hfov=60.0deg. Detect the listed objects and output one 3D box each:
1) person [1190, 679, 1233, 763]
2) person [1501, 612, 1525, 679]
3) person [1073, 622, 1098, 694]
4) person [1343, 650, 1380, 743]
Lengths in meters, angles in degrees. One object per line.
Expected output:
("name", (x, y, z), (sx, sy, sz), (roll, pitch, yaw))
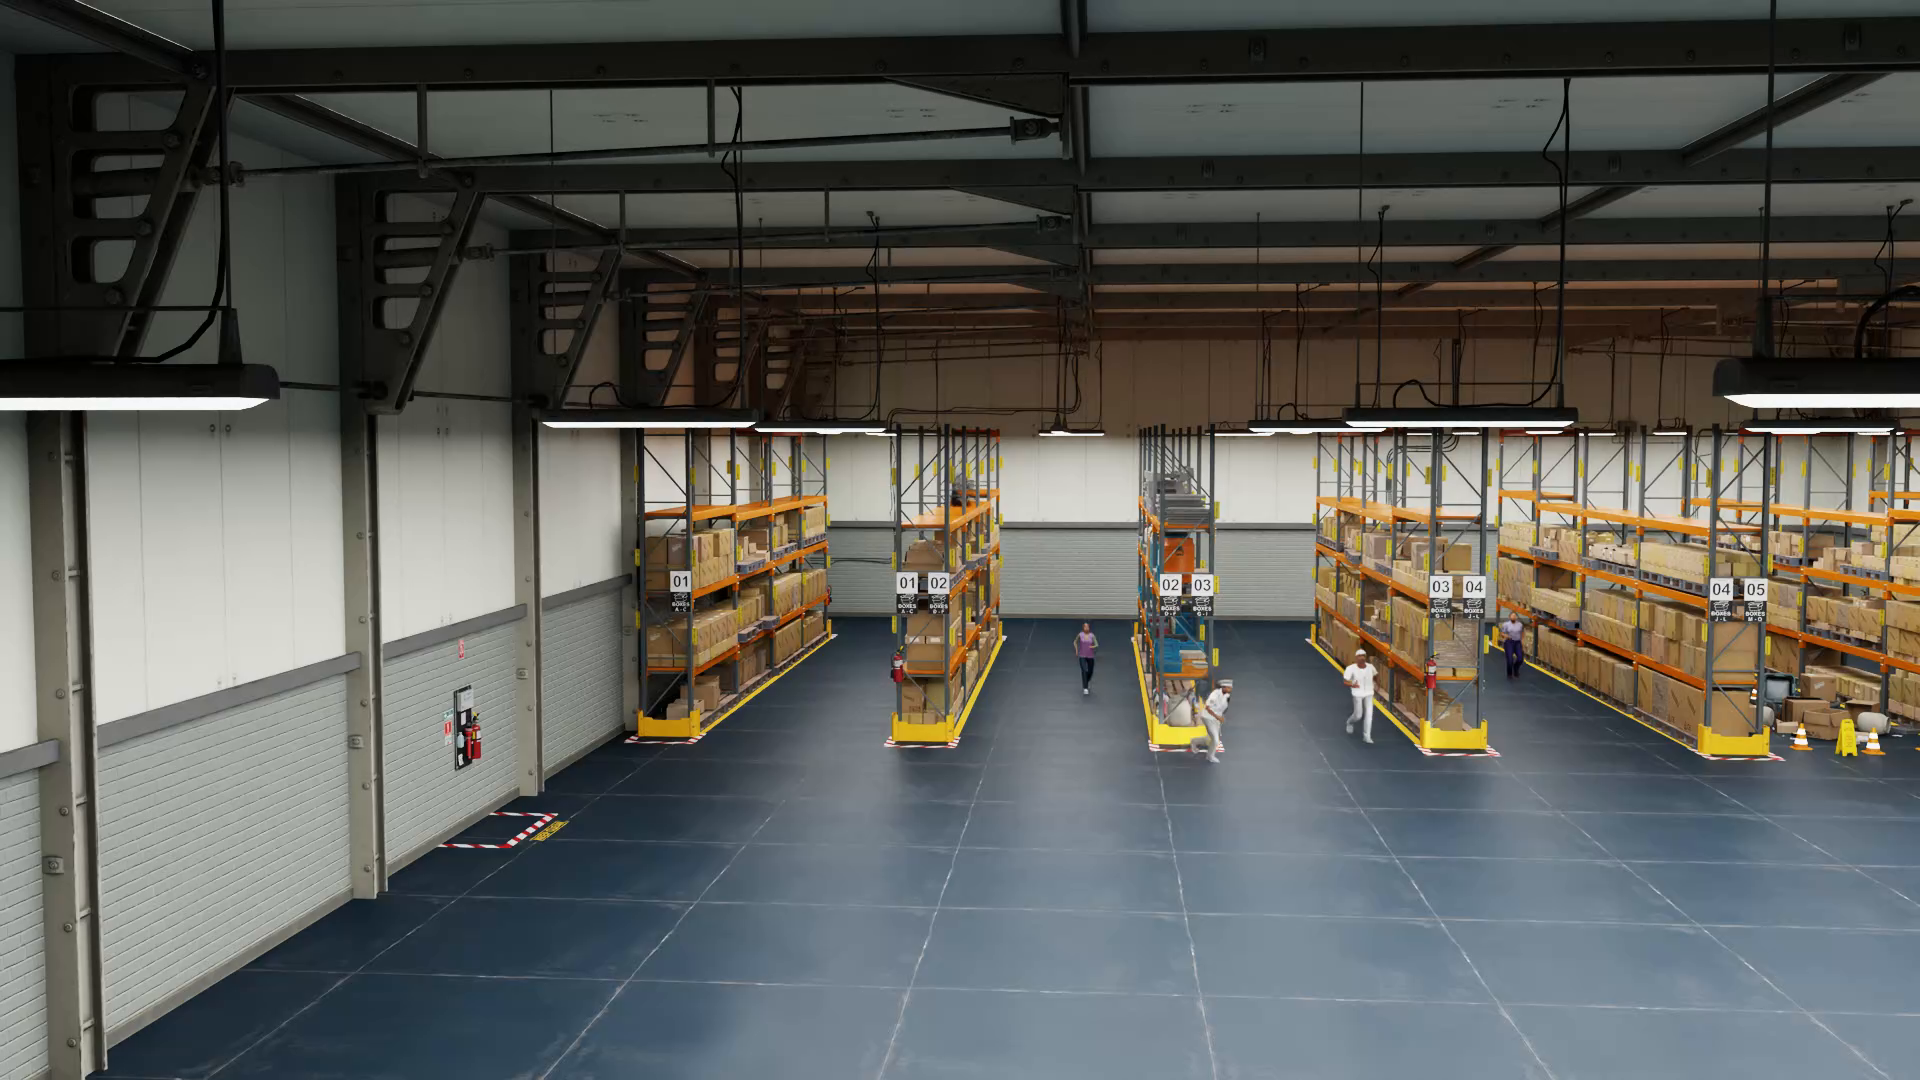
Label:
("person", (4.484, 3.193, 29.495), (0.583, 1.520, 0.844), (-3, 5, -45))
("person", (13.159, 2.508, 39.496), (0.594, 1.603, 0.550), (0, 3, 5))
("person", (2.840, 2.647, 37.453), (0.545, 1.561, 0.864), (0, 3, -2))
("person", (7.651, 2.945, 31.509), (0.715, 1.712, 0.907), (0, 3, -1))
